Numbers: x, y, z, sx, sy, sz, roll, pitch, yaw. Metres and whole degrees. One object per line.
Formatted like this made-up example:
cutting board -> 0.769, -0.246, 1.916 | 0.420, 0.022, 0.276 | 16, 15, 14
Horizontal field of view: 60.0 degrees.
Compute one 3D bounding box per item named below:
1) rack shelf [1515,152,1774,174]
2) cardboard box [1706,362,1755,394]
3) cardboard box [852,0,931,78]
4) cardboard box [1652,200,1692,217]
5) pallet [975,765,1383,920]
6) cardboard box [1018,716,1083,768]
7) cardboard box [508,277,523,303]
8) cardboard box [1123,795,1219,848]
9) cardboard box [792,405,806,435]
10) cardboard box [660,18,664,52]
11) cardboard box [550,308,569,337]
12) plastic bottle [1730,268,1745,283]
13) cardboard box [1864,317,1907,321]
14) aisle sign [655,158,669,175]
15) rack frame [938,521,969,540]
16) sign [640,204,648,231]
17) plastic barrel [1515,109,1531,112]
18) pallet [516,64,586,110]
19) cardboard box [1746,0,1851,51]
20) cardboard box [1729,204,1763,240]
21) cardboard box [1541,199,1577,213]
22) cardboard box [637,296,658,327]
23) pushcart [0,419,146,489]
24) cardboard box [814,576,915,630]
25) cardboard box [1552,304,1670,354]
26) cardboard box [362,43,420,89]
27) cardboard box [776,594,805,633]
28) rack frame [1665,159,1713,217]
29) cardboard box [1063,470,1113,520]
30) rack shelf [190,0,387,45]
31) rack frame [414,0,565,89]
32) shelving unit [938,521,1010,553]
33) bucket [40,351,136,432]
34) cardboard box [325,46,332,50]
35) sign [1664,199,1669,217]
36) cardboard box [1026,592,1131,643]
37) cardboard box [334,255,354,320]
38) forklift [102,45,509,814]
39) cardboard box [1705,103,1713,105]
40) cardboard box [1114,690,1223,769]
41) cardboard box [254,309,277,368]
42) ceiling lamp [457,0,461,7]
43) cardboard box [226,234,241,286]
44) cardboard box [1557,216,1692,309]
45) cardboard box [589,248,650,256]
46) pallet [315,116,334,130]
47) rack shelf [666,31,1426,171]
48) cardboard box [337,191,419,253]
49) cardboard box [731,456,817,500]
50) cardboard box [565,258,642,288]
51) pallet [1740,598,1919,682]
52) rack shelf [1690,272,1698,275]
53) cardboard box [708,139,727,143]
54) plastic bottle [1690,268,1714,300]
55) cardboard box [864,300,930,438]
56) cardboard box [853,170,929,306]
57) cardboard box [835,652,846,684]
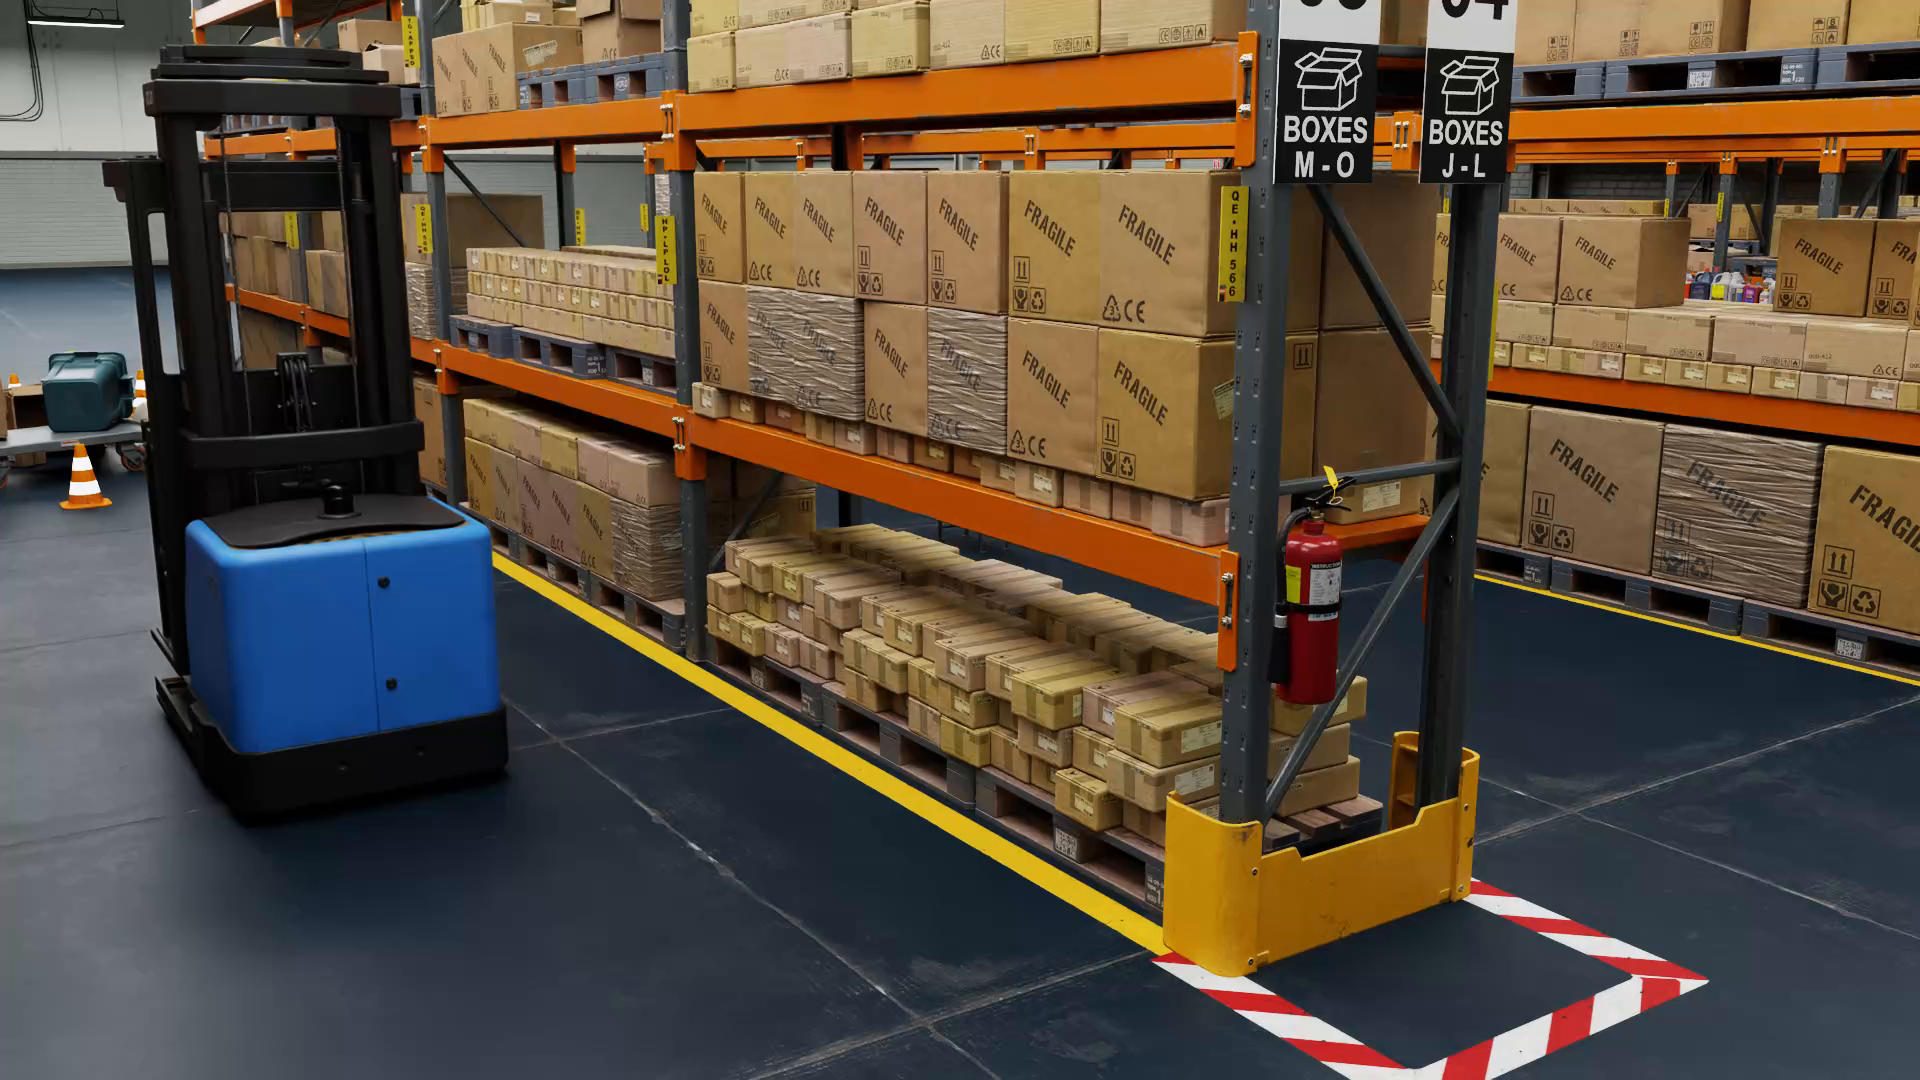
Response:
rack shelf -> 8.150, -4.822, 21.055 | 1.077, 0.370, 4.000 | -8, 15, -33
cardboard box -> 4.258, -0.887, 8.986 | 0.380, 0.149, 0.250 | -8, 15, -33
cardboard box -> -0.080, -1.903, 6.370 | 0.500, 0.250, 0.500 | -7, 14, -30
cardboard box -> 11.077, -5.062, 26.038 | 0.500, 0.500, 0.500 | -9, 15, -34
pallet -> 0.793, 1.011, 6.244 | 1.003, 0.211, 1.213 | -8, 15, -33
cardboard box -> 0.437, 0.701, 6.129 | 0.380, 0.149, 0.250 | -9, 15, -35
cardboard box -> -2.633, -1.590, 10.519 | 0.380, 0.149, 0.250 | -8, 15, -33
cardboard box -> 0.791, 0.930, 5.779 | 0.380, 0.149, 0.250 | -8, 15, -32
cardboard box -> -0.534, -0.561, 7.495 | 0.380, 0.149, 0.250 | -9, 15, -35
cardboard box -> -1.273, -2.709, 8.931 | 0.500, 0.311, 0.500 | -8, 15, -34
cardboard box -> -2.217, -1.309, 9.930 | 0.380, 0.149, 0.250 | -9, 15, -35
plastic bottle -> 6.687, -2.173, 14.395 | 0.144, 0.351, 0.185 | -8, 15, -33
cardboard box -> 5.106, -1.039, 8.747 | 0.500, 0.250, 0.500 | -8, 15, -33
aisle sign -> -3.708, -4.849, 20.430 | 0.394, 0.787, 0.004 | -8, 15, -33
rack frame -> -0.043, -0.600, 11.297 | 0.240, 1.200, 0.015 | -8, 15, -33
sign -> -3.875, -3.962, 20.433 | 0.100, 0.325, 0.005 | -8, 15, -33
plastic barrel -> 5.444, -4.546, 16.119 | 0.600, 0.830, 0.708 | -8, 15, -33
pallet -> -1.791, -2.580, 9.559 | 1.213, 0.211, 1.003 | -8, 15, -33
cardboard box -> 4.570, -2.813, 8.731 | 0.700, 0.500, 0.500 | -9, 15, -37
cardboard box -> 11.721, -4.720, 24.661 | 0.700, 0.500, 0.500 | -6, 14, -27
cardboard box -> 9.804, -5.273, 27.001 | 0.500, 0.500, 0.500 | -8, 14, -31
cardboard box -> -1.492, -1.222, 8.838 | 0.380, 0.149, 0.250 | -8, 15, -32
pushcart -> -7.587, -0.717, 13.757 | 0.936, 0.377, 1.648 | 9, 15, 35
cardboard box -> -0.421, 0.276, 7.375 | 0.380, 0.149, 0.250 | -8, 15, -32
cardboard box -> 3.830, -1.246, 9.695 | 0.500, 0.250, 0.500 | -8, 14, -31
cardboard box -> -4.005, -3.438, 12.032 | 0.500, 0.311, 0.500 | -8, 15, -33
cardboard box -> -0.646, 0.318, 7.882 | 0.380, 0.149, 0.250 | -8, 15, -33
rack frame -> 11.163, -4.651, 25.609 | 1.000, 3.000, 0.127 | -8, 15, -33
cardboard box -> 0.582, -0.182, 5.762 | 0.380, 0.149, 0.250 | -8, 15, -33
rack shelf -> -6.501, -5.063, 16.069 | 1.077, 0.370, 4.000 | -8, 15, -33
rack frame -> -3.176, -4.542, 11.070 | 1.000, 3.000, 0.127 | -8, 15, -33
shelving unit -> 0.092, -0.557, 11.099 | 0.258, 1.200, 0.503 | -8, 15, -33
bucket -> -7.387, -1.218, 14.014 | 0.726, 0.611, 0.620 | -3, 23, -13
cardboard box -> -5.734, -4.550, 15.629 | 0.380, 0.149, 0.250 | -8, 15, -34
sign -> 10.716, -5.008, 25.217 | 0.100, 0.325, 0.005 | -8, 15, -33
cardboard box -> 0.503, 0.343, 7.070 | 0.380, 0.149, 0.250 | -8, 15, -32
cardboard box -> -4.770, -2.068, 13.561 | 0.500, 0.500, 0.500 | -8, 15, -33
forklift -> -3.084, -0.648, 7.466 | 1.130, 2.935, 3.031 | -8, 15, -32
cardboard box -> 8.959, -5.024, 19.661 | 0.500, 0.250, 0.500 | -9, 15, -37
cardboard box -> 0.752, 0.644, 5.694 | 0.380, 0.149, 0.250 | -8, 15, -32
cardboard box -> -6.689, -1.933, 17.169 | 0.875, 0.875, 0.875 | -8, 15, -34
ceiling lamp -> -9.618, -12.695, 34.686 | 2.000, 3.185, 0.800 | -8, 15, -33
cardboard box -> -7.365, -3.047, 17.924 | 0.875, 0.550, 0.550 | -8, 15, -33
cardboard box -> 3.836, -1.612, 9.611 | 0.500, 0.500, 0.500 | -9, 15, -35
cardboard box -> -2.241, -1.860, 11.060 | 0.380, 0.149, 0.250 | -8, 14, -31
pallet -> -4.843, -3.538, 13.945 | 0.805, 0.209, 1.217 | -9, 15, -35
rack shelf -> 0.148, -1.659, 6.587 | 1.077, 0.370, 4.000 | -8, 15, -33
cardboard box -> -4.826, -2.682, 14.028 | 0.700, 0.500, 0.500 | -8, 15, -34
cardboard box -> -1.150, -0.413, 9.344 | 0.500, 0.250, 0.500 | -9, 15, -35
cardboard box -> -2.066, -1.554, 9.657 | 0.380, 0.149, 0.250 | -9, 15, -35
pallet -> 4.933, 0.471, 8.713 | 1.003, 0.211, 1.213 | -8, 15, -33
rack shelf -> 8.150, -3.357, 21.375 | 1.077, 0.370, 4.000 | -8, 15, -33
cardboard box -> -2.517, -4.608, 18.741 | 0.500, 0.250, 0.500 | -8, 14, -31
plastic bottle -> 6.464, -2.189, 14.467 | 0.144, 0.351, 0.185 | -8, 15, -33
cardboard box -> -0.045, -0.704, 6.628 | 0.500, 0.500, 0.500 | -7, 14, -30
cardboard box -> -0.077, -1.199, 6.551 | 0.500, 0.500, 0.500 | -9, 15, -35
cardboard box -> -0.337, 0.558, 7.478 | 0.380, 0.149, 0.250 | -9, 15, -35
